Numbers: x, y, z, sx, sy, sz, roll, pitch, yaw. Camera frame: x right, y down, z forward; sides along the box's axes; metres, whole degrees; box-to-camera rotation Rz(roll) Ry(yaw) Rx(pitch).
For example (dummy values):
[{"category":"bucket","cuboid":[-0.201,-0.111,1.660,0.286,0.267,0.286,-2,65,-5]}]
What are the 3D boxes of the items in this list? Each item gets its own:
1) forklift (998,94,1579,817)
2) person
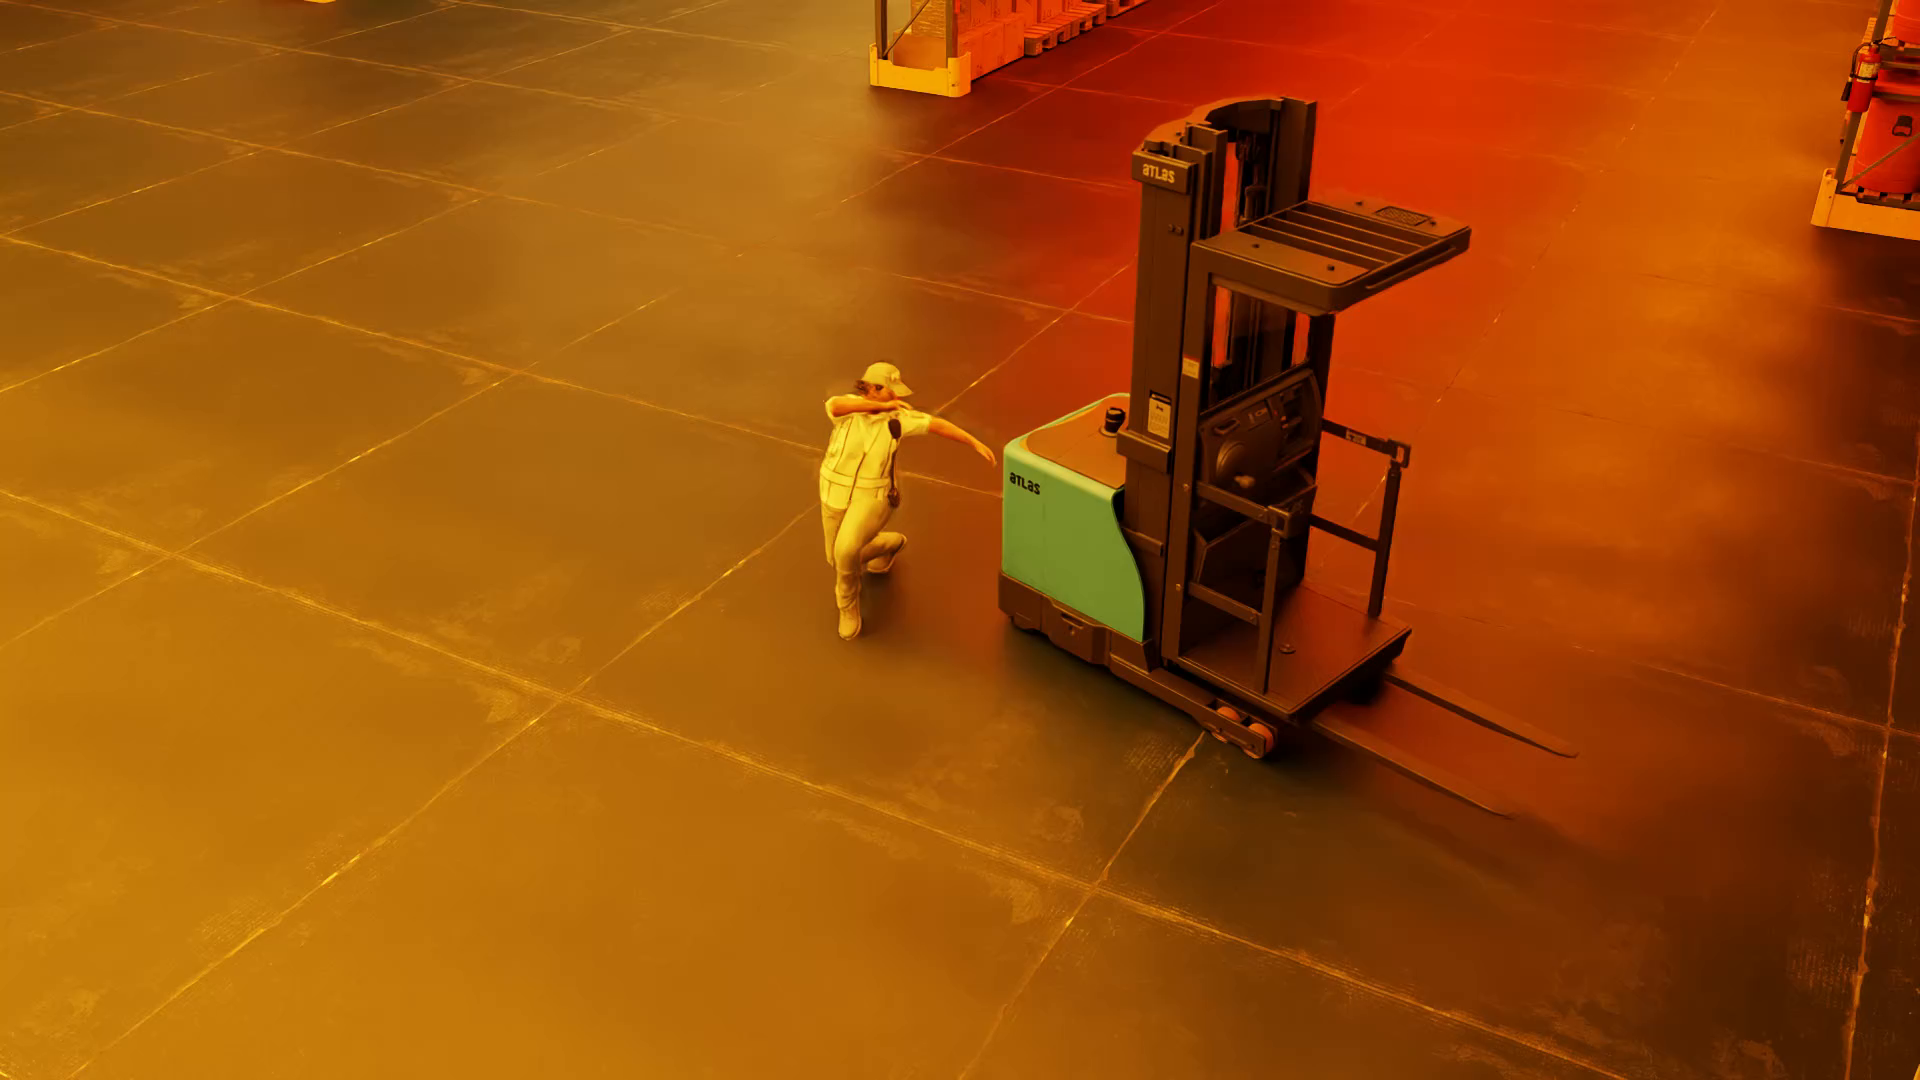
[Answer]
[{"category":"forklift","cuboid":[1.609,-0.495,7.928,3.031,2.935,1.130,27,39,38]},{"category":"person","cuboid":[-0.327,-0.248,9.073,0.922,1.386,0.929,7,31,12]}]
